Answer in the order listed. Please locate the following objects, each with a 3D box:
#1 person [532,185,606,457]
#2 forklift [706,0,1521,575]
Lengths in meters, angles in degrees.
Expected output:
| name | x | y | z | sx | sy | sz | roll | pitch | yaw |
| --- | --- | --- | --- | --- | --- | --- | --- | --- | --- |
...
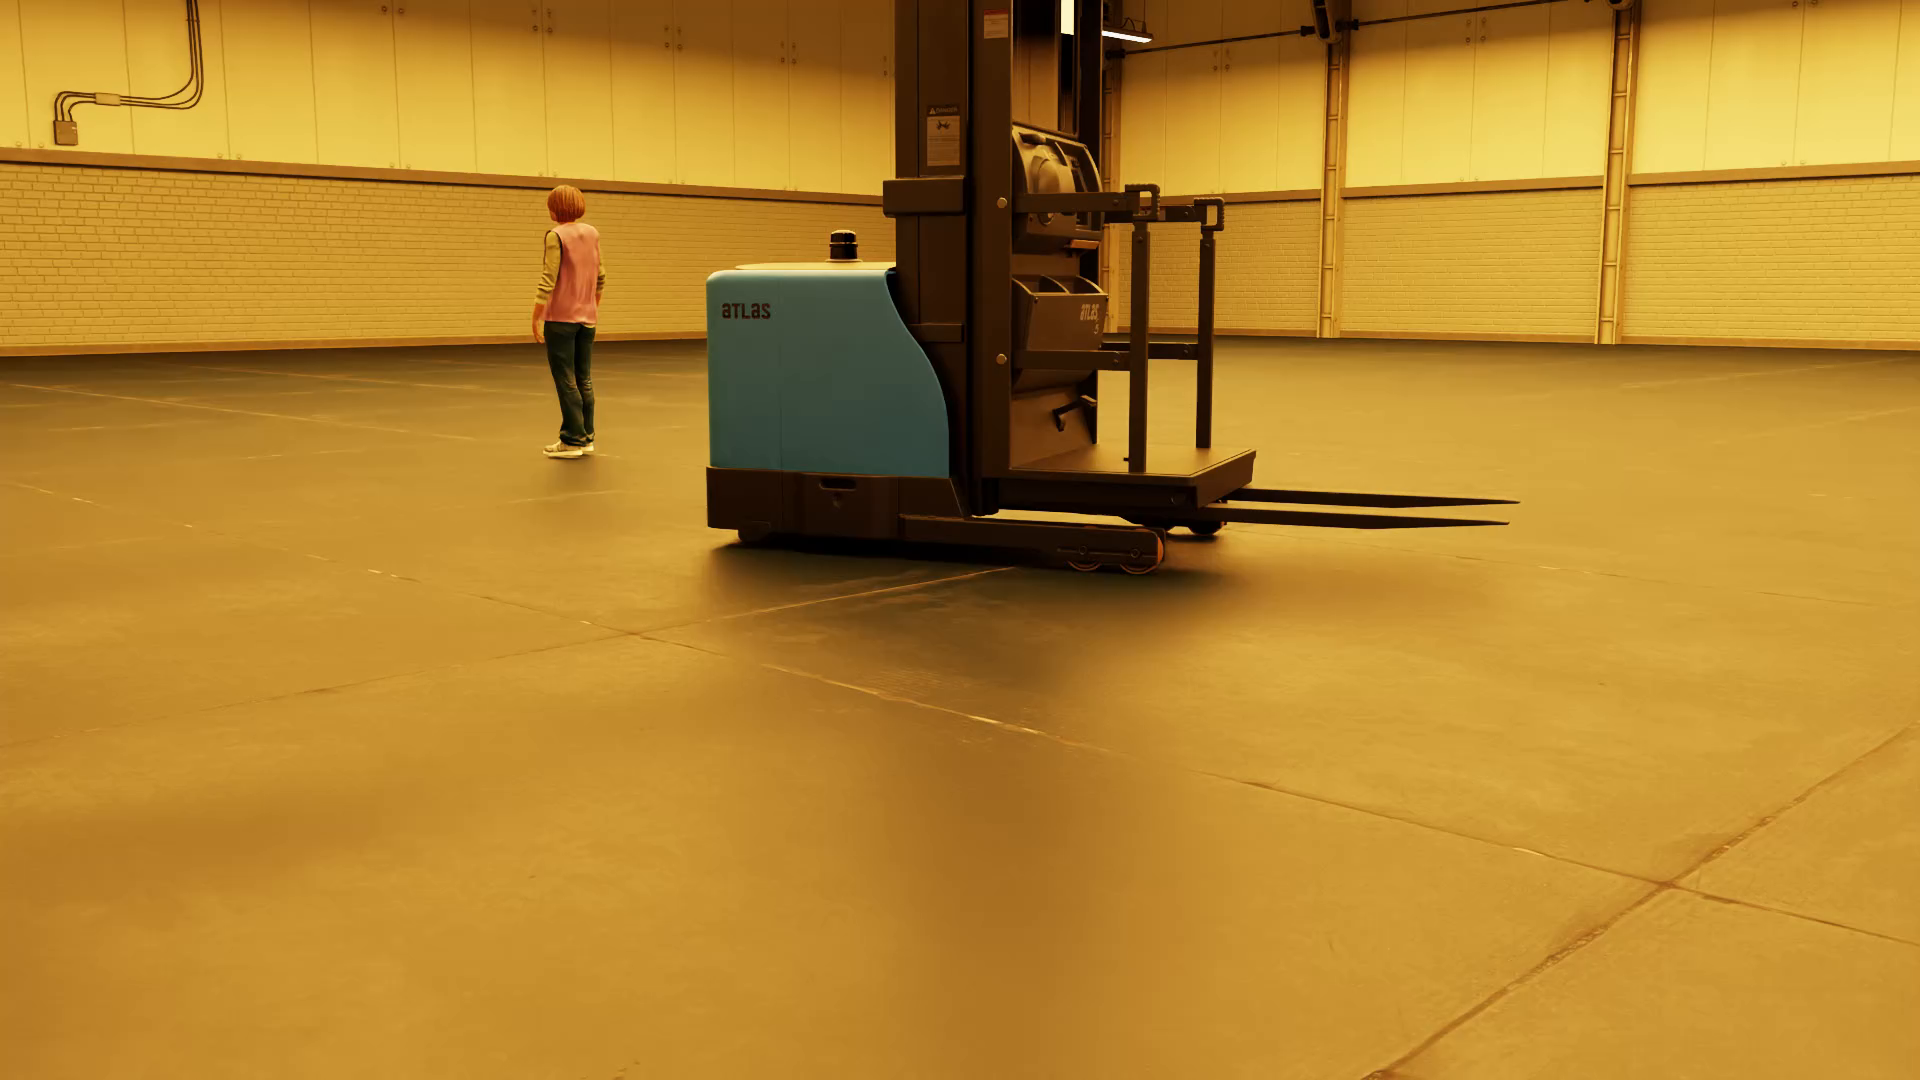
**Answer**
| name | x | y | z | sx | sy | sz | roll | pitch | yaw |
| --- | --- | --- | --- | --- | --- | --- | --- | --- | --- |
| person | -2.369 | -1.293 | 9.891 | 0.473 | 1.598 | 0.521 | 6 | 10 | 33 |
| forklift | 0.565 | -1.416 | 6.275 | 3.031 | 2.935 | 1.130 | 3 | 9 | 22 |
